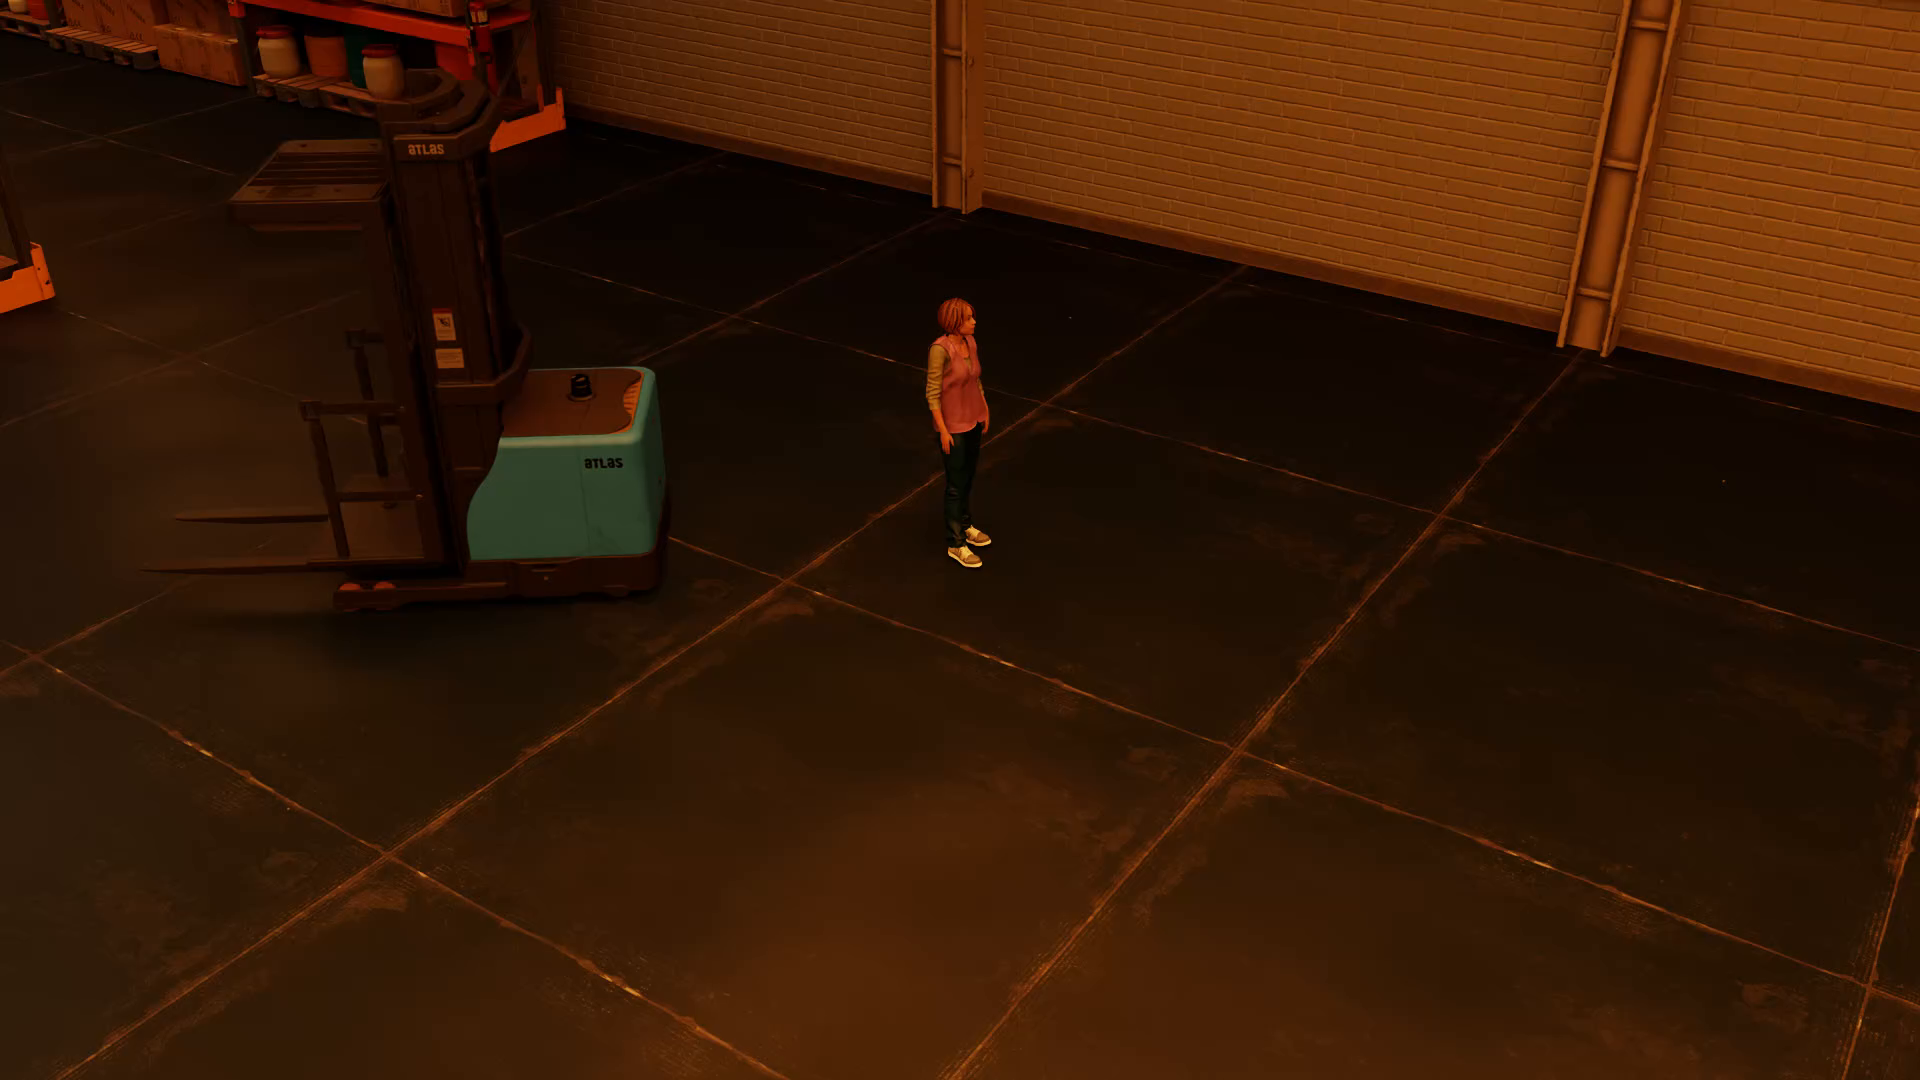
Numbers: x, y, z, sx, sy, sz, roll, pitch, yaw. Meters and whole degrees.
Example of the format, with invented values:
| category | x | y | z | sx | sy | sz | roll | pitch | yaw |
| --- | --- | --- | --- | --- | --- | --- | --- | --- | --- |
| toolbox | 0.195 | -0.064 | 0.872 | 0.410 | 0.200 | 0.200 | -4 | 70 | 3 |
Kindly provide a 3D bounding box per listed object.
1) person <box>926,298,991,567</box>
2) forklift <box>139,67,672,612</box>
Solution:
| category | x | y | z | sx | sy | sz | roll | pitch | yaw |
| --- | --- | --- | --- | --- | --- | --- | --- | --- | --- |
| person | 0.053 | -0.670 | 10.050 | 0.475 | 1.596 | 0.520 | 19 | 35 | 29 |
| forklift | -3.333 | -1.121 | 9.512 | 3.031 | 2.935 | 1.130 | -2 | 30 | -3 |
